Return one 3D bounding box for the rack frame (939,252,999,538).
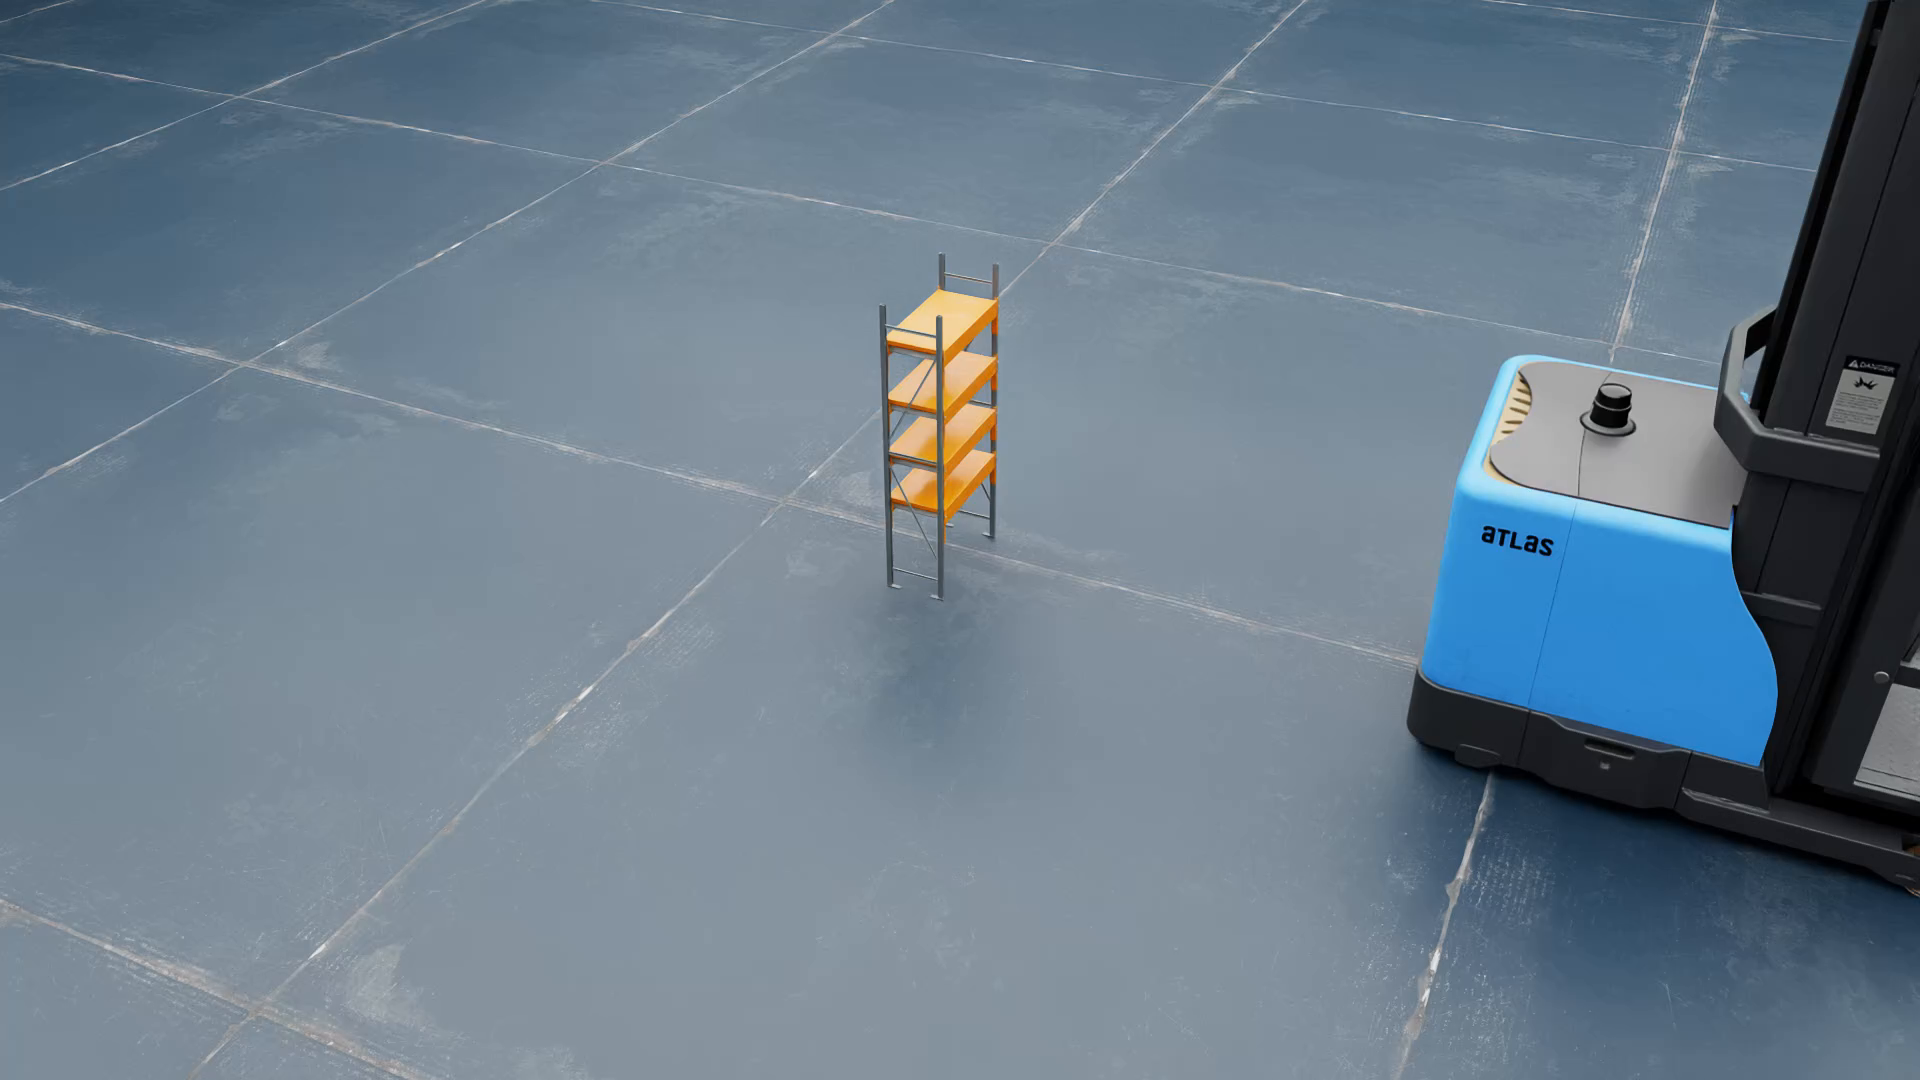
[{"bbox_3d":[0.033,-0.541,6.481,0.240,1.200,0.015,14,36,20],"label":"rack frame"}]

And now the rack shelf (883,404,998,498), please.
[{"bbox_3d":[-0.069,-0.363,6.332,0.258,0.148,0.480,14,36,20],"label":"rack shelf"}]

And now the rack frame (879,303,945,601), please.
[{"bbox_3d":[-0.171,-0.298,6.110,0.240,1.200,0.015,14,36,20],"label":"rack frame"}]

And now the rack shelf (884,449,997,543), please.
[{"bbox_3d":[-0.069,-0.197,6.441,0.258,0.148,0.480,14,36,20],"label":"rack shelf"}]

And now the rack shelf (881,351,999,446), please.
[{"bbox_3d":[-0.069,-0.550,6.210,0.258,0.148,0.480,14,36,20],"label":"rack shelf"}]

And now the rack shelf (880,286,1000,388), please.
[{"bbox_3d":[-0.069,-0.748,6.080,0.258,0.148,0.480,14,36,20],"label":"rack shelf"}]

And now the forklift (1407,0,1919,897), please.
[{"bbox_3d":[3.081,-0.420,4.717,3.031,2.935,1.130,14,36,20],"label":"forklift"}]

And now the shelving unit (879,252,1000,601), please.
[{"bbox_3d":[-0.069,-0.419,6.295,0.258,1.200,0.503,14,36,20],"label":"shelving unit"}]
